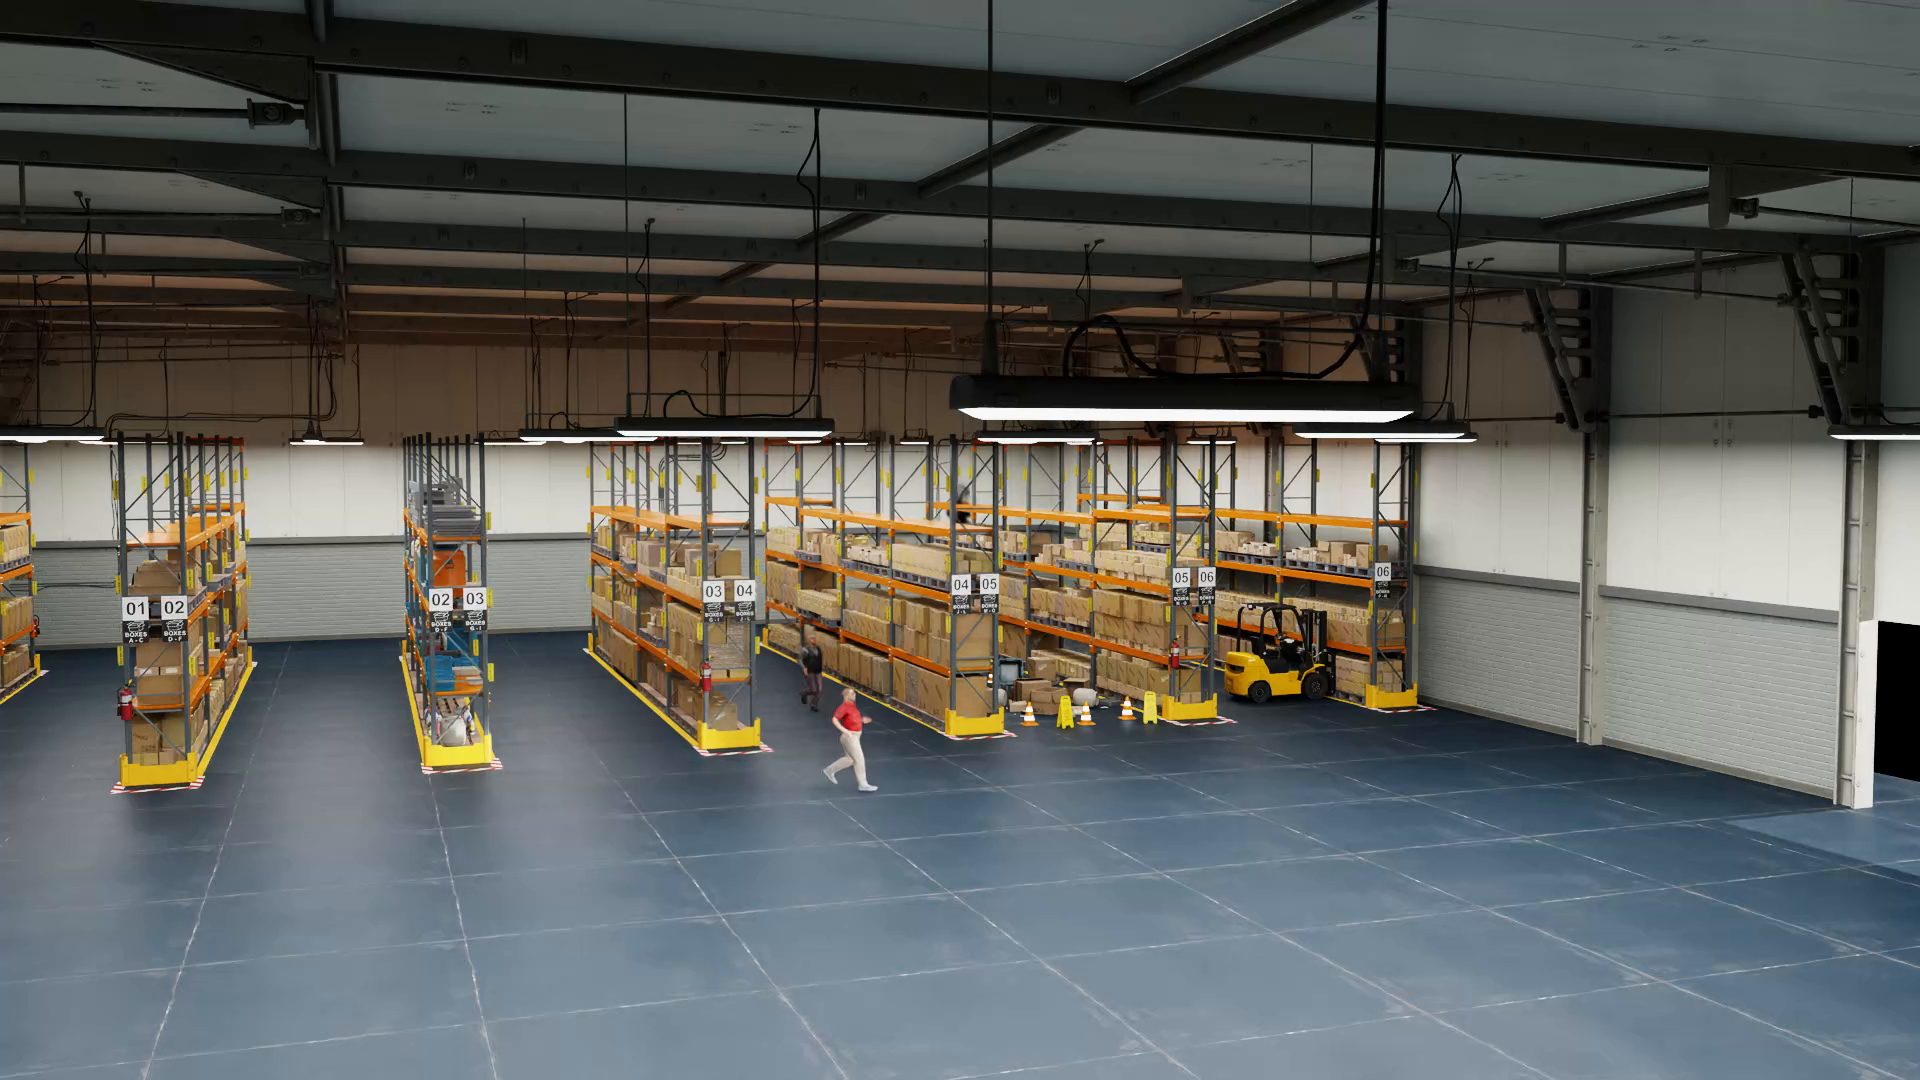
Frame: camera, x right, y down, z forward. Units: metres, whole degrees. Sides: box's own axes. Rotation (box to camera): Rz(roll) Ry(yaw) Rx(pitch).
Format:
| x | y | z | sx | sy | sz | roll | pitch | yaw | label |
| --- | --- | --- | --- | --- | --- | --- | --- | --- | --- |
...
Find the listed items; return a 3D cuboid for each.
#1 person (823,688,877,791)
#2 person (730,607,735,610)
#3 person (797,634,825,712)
| x | y | z | sx | sy | sz | roll | pitch | yaw | label |
| --- | --- | --- | --- | --- | --- | --- | --- | --- | --- |
| -1.845 | 3.316 | 27.754 | 0.953 | 1.700 | 0.672 | 0 | 3 | 8 | person |
| -6.670 | 2.274 | 47.355 | 0.746 | 1.689 | 0.544 | 0 | 3 | -1 | person |
| -3.215 | 2.886 | 36.158 | 0.659 | 1.679 | 0.586 | -2 | 4 | -36 | person |
